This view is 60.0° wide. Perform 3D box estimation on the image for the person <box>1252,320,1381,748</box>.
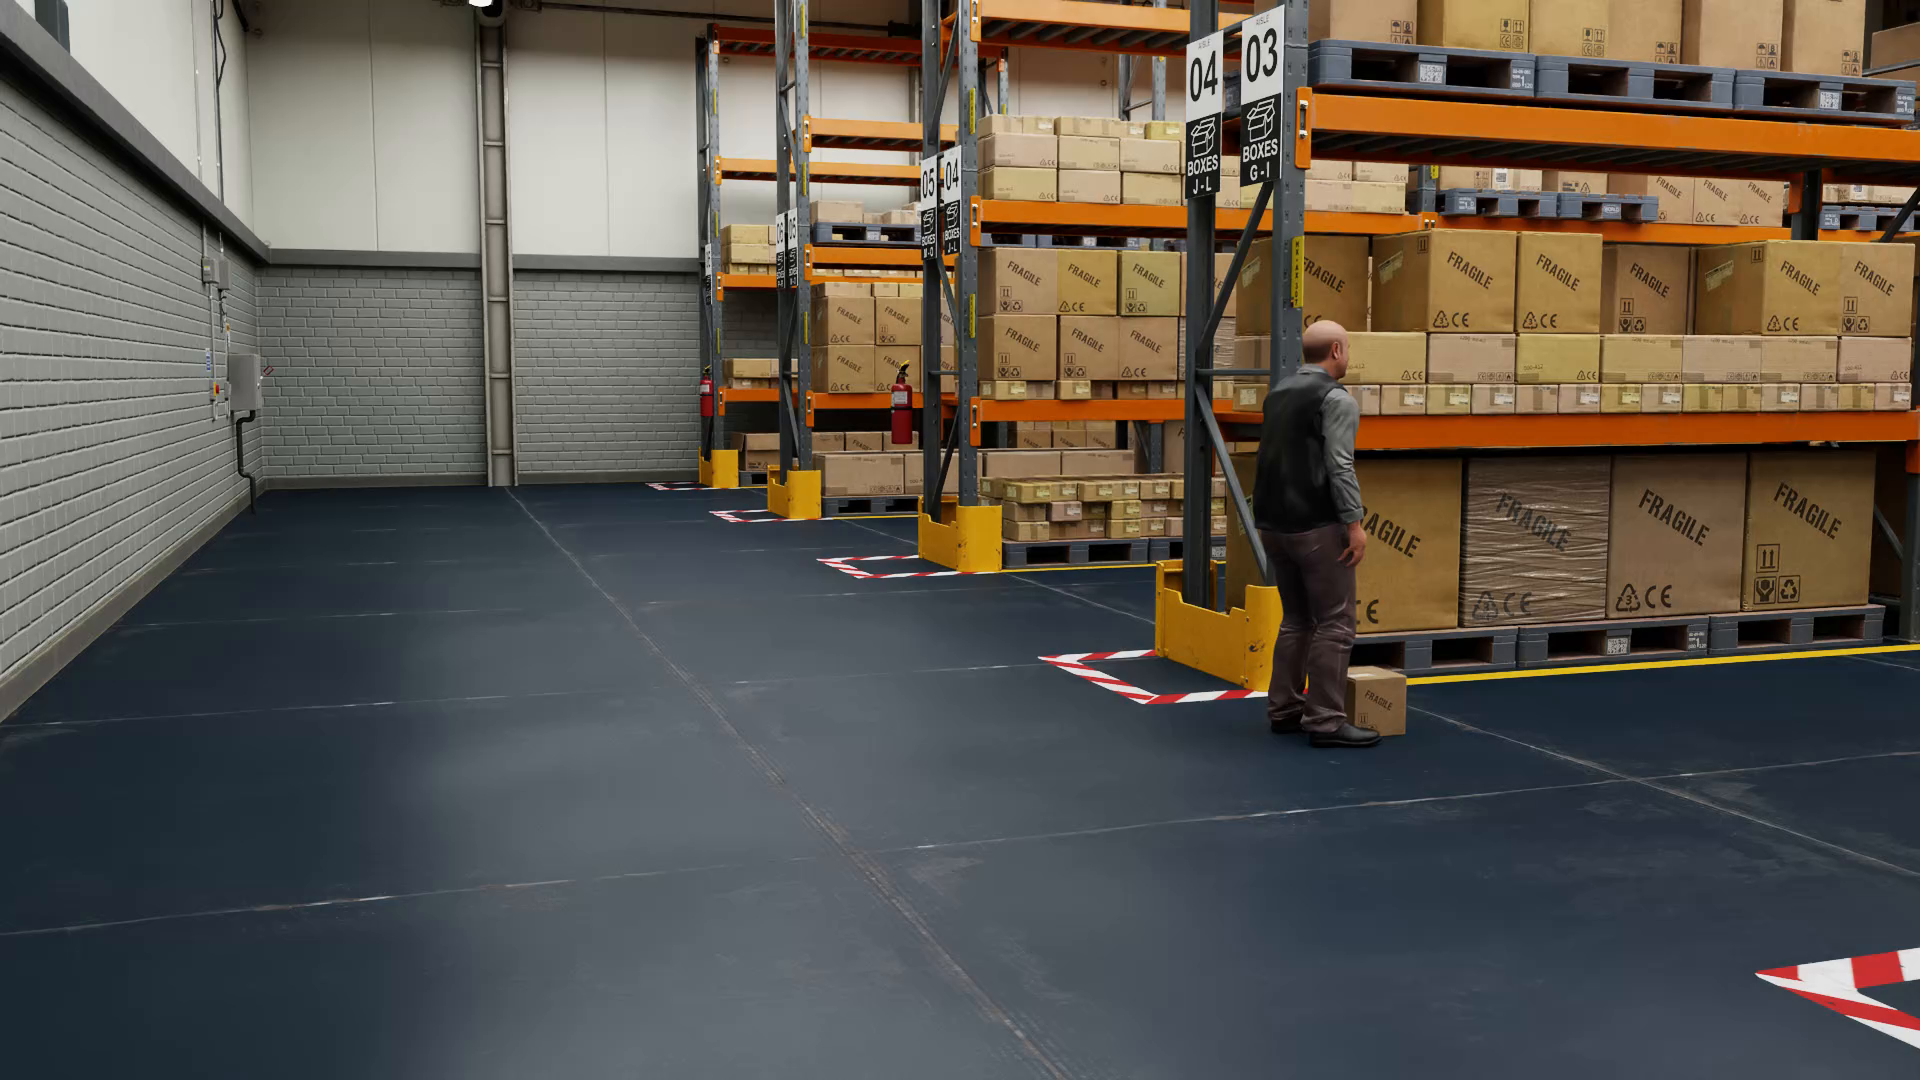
[{"bbox_3d":[1.434,-0.040,6.844,0.421,1.720,0.592,-2,6,-22],"label":"person"}]
